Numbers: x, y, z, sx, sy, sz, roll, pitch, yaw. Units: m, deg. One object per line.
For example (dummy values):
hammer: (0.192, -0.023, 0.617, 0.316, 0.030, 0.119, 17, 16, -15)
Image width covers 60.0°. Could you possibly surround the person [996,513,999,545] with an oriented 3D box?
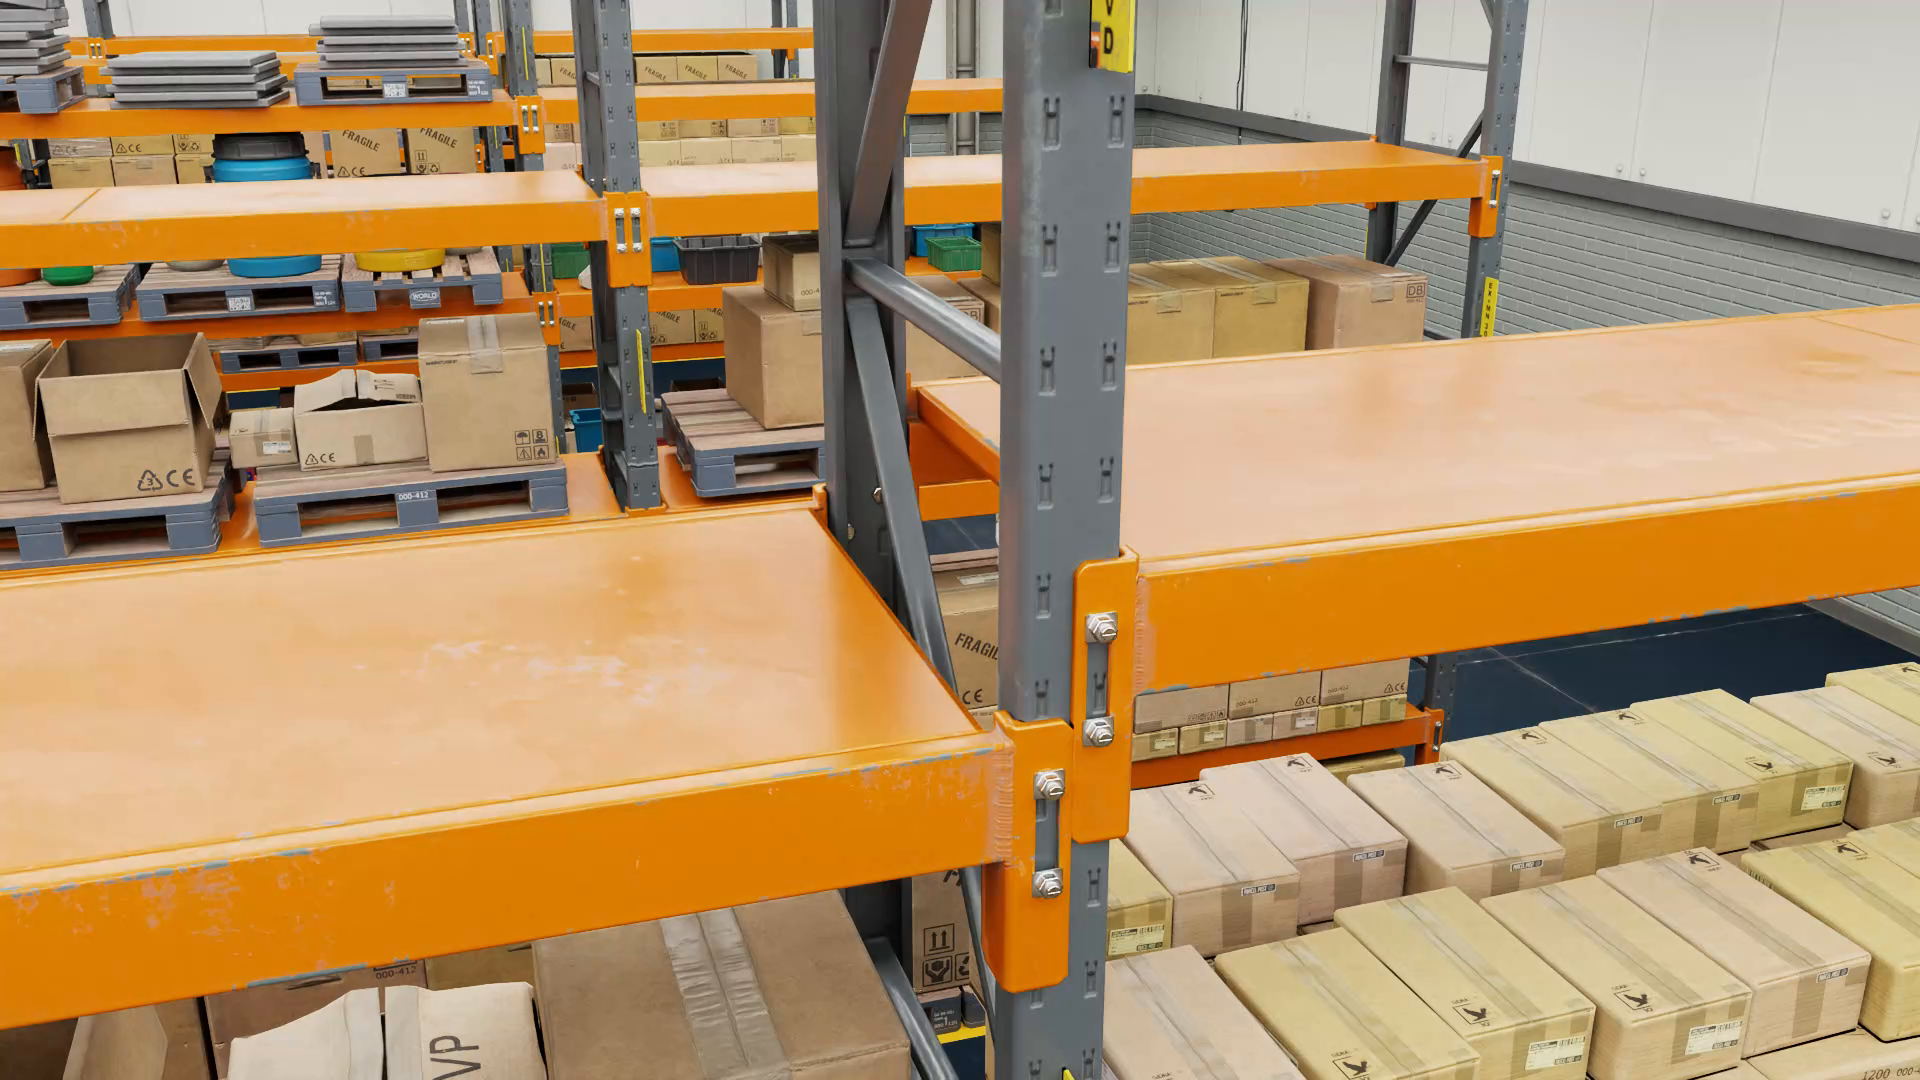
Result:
person: (0.488, 0.202, 11.949, 0.463, 1.688, 0.554, -6, 20, -17)
